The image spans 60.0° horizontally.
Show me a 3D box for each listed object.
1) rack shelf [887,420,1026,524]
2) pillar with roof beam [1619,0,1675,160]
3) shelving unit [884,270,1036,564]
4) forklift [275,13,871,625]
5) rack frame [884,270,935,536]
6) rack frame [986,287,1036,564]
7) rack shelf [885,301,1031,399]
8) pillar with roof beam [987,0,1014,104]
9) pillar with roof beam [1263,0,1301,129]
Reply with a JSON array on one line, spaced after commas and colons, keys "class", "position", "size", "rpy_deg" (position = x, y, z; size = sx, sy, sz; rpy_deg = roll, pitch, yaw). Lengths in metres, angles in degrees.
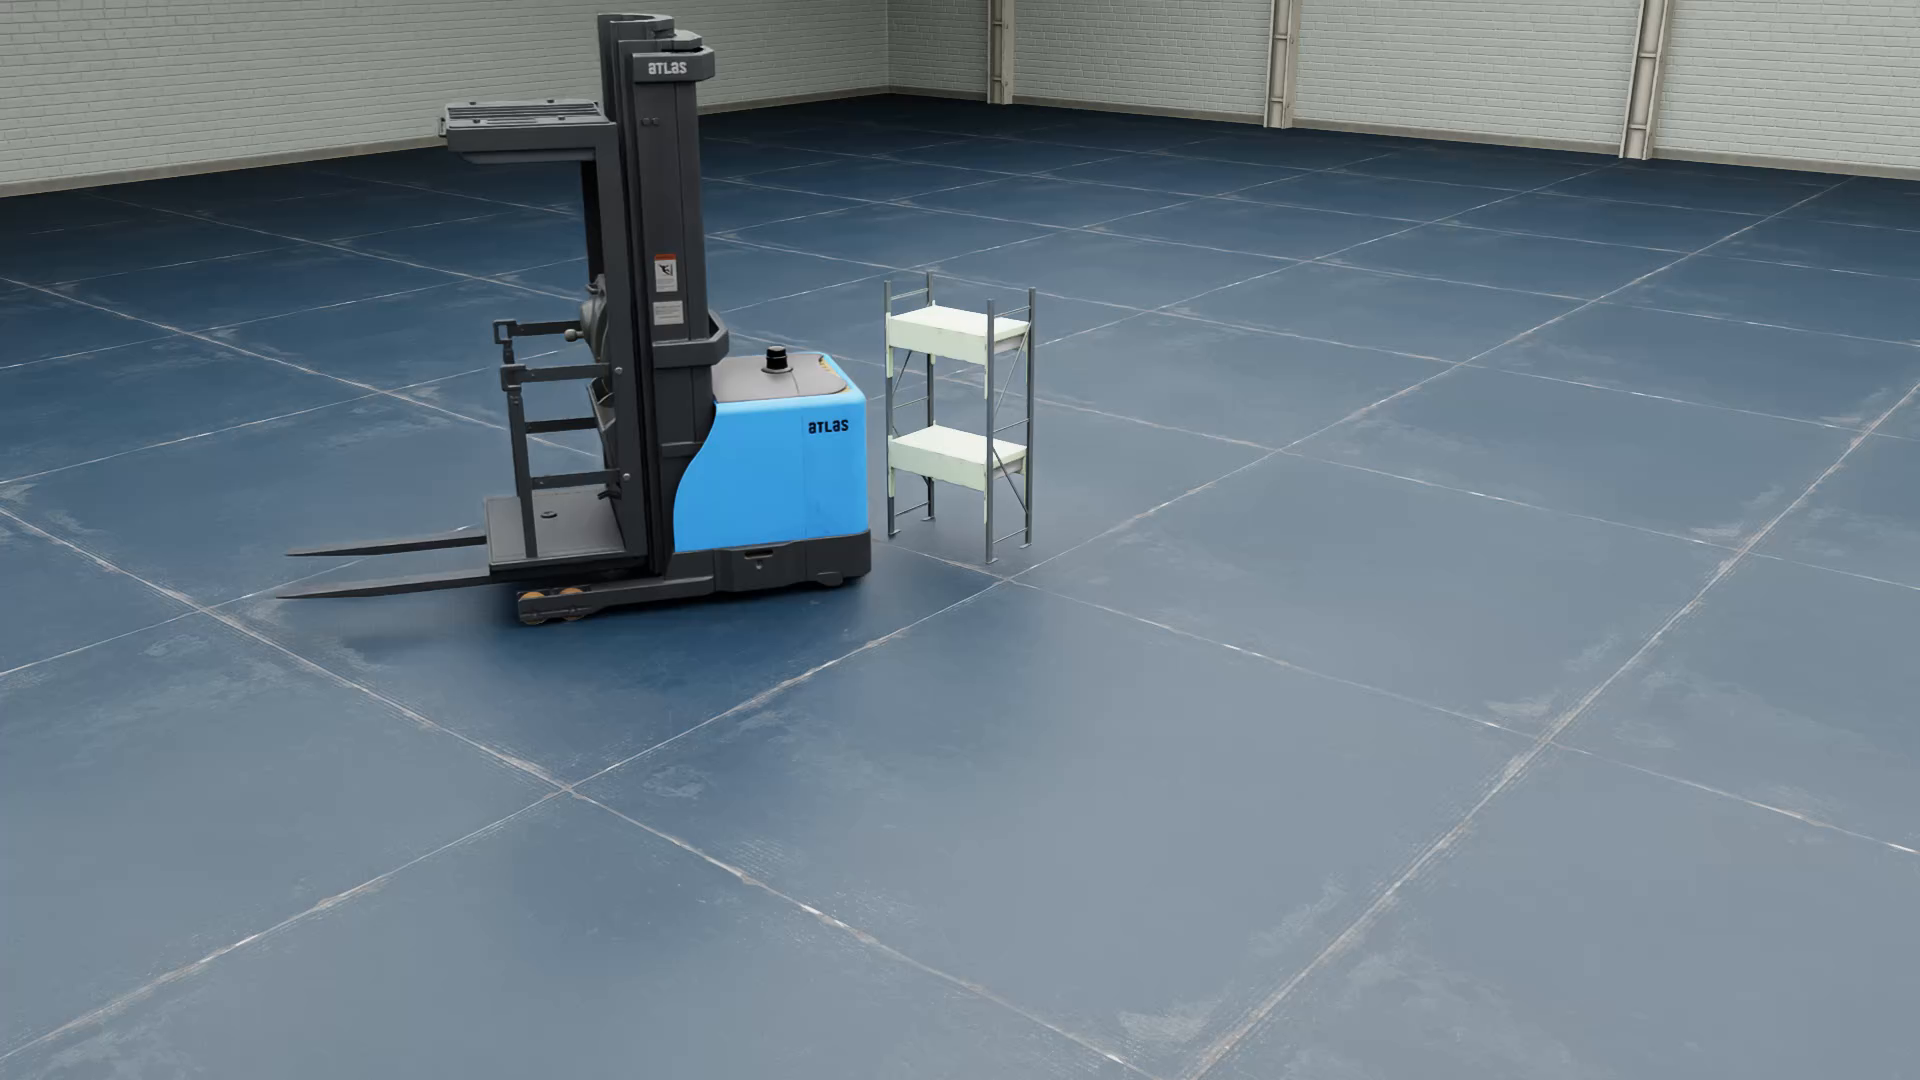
[{"class": "rack shelf", "position": [-0.005, -0.398, 9.523], "size": [0.720, 0.370, 0.431], "rpy_deg": [16, 26, 36]}, {"class": "pillar with roof beam", "position": [7.344, -8.731, 20.068], "size": [0.400, 9.000, 9.100], "rpy_deg": [16, 26, 36]}, {"class": "shelving unit", "position": [-0.005, -0.703, 9.407], "size": [0.755, 1.500, 0.431], "rpy_deg": [16, 26, 36]}, {"class": "forklift", "position": [-2.057, -1.144, 8.548], "size": [3.031, 2.935, 1.130], "rpy_deg": [-6, 21, -16]}, {"class": "rack frame", "position": [-0.289, -0.785, 9.624], "size": [0.023, 1.500, 0.400], "rpy_deg": [16, 26, 36]}, {"class": "rack frame", "position": [0.278, -0.622, 9.191], "size": [0.023, 1.500, 0.400], "rpy_deg": [16, 26, 36]}, {"class": "rack shelf", "position": [-0.005, -1.068, 9.270], "size": [0.720, 0.370, 0.431], "rpy_deg": [16, 26, 36]}, {"class": "pillar with roof beam", "position": [-1.953, -11.408, 27.168], "size": [0.400, 9.000, 9.100], "rpy_deg": [16, 26, 36]}, {"class": "pillar with roof beam", "position": [2.695, -10.070, 23.618], "size": [0.400, 9.000, 9.100], "rpy_deg": [16, 26, 36]}]
